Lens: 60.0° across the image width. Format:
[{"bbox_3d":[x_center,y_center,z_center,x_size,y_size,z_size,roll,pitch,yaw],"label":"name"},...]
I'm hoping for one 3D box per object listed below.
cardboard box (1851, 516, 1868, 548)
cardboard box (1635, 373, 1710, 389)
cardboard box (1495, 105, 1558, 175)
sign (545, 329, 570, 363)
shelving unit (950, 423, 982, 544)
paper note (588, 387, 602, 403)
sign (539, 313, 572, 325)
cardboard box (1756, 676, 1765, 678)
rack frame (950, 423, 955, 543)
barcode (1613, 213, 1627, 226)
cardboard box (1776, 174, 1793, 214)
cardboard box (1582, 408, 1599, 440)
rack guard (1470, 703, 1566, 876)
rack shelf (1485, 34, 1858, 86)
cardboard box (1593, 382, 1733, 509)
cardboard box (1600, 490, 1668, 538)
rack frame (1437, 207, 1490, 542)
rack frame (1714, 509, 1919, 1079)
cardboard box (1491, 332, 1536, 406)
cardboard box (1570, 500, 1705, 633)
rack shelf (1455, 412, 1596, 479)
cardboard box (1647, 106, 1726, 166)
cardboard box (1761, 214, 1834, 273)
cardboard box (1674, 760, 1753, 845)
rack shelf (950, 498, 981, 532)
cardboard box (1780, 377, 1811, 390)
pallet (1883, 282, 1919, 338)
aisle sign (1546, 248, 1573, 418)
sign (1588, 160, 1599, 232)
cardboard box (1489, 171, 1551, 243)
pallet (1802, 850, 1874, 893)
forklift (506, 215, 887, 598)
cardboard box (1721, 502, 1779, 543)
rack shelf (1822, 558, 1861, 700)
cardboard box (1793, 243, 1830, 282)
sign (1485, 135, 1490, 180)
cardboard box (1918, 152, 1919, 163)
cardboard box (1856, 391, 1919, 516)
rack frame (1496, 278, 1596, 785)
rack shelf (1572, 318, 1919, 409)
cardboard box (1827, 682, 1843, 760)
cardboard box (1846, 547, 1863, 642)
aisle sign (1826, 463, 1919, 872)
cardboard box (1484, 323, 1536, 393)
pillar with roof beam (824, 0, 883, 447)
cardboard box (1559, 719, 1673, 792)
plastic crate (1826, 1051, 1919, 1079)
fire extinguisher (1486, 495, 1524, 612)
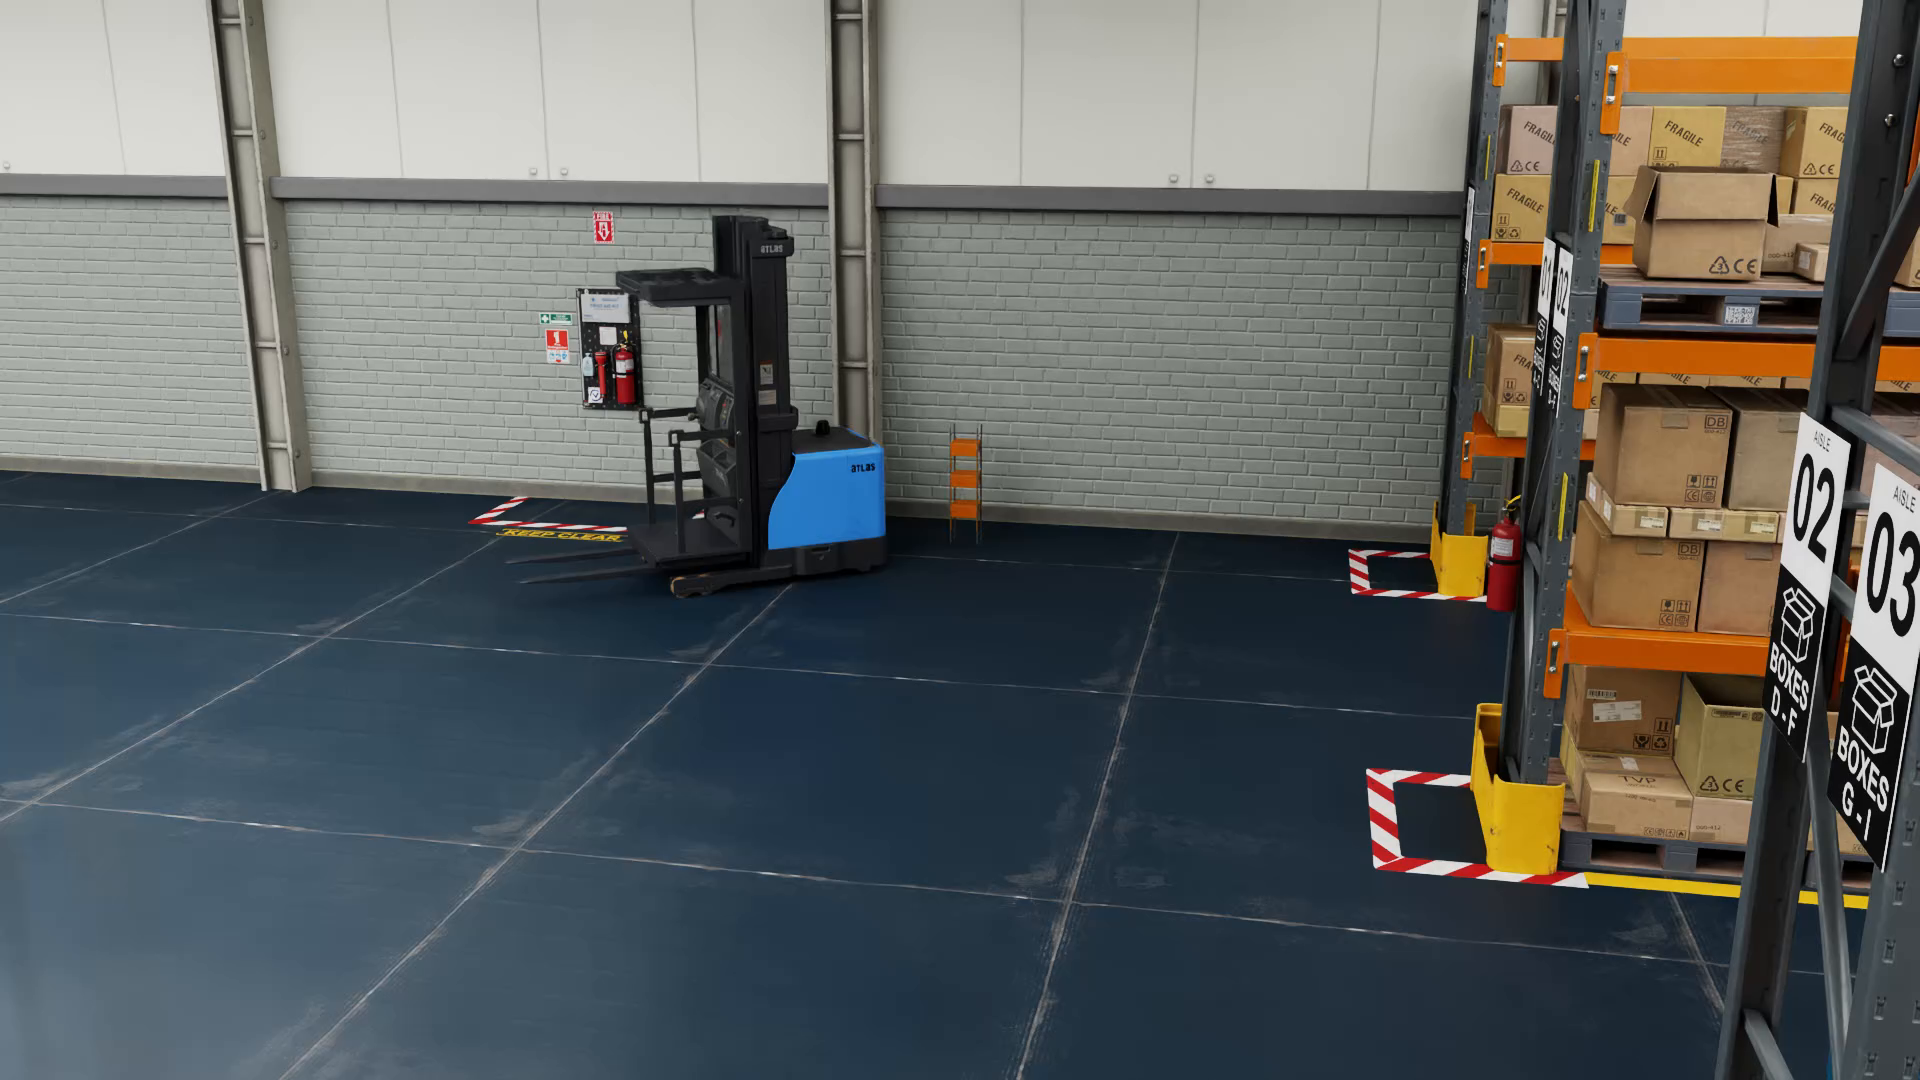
[{"bbox_3d":[4.439,-0.082,8.265,0.250,0.149,0.380,3,16,9],"label":"cardboard box"},{"bbox_3d":[5.464,-1.285,12.852,0.500,0.500,0.500,3,16,9],"label":"cardboard box"},{"bbox_3d":[4.398,-3.050,12.666,0.500,0.500,0.500,2,16,7],"label":"cardboard box"},{"bbox_3d":[-3.888,-1.872,16.063,0.234,0.329,0.001,3,16,11],"label":"sign"},{"bbox_3d":[0.052,-0.503,14.842,0.252,1.050,0.215,3,16,11],"label":"shelving unit"},{"bbox_3d":[-3.527,-1.401,16.081,0.142,0.148,0.016,3,16,11],"label":"paper note"},{"bbox_3d":[-3.885,-2.125,15.983,0.331,0.109,0.001,3,16,11],"label":"sign"},{"bbox_3d":[4.653,0.909,9.051,0.500,0.500,0.500,3,16,11],"label":"cardboard box"},{"bbox_3d":[-0.067,-0.510,14.865,0.008,1.050,0.200,3,16,11],"label":"rack frame"},{"bbox_3d":[3.477,-1.688,8.760,0.075,0.075,0.001,3,16,11],"label":"barcode"},{"bbox_3d":[5.904,-2.481,12.487,0.500,0.500,0.500,4,16,15],"label":"cardboard box"},{"bbox_3d":[4.995,-0.953,13.057,0.500,0.250,0.500,3,16,9],"label":"cardboard box"},{"bbox_3d":[3.062,1.351,9.179,0.348,0.500,1.175,3,16,11],"label":"rack guard"},{"bbox_3d":[6.028,-3.585,12.431,4.000,0.370,1.077,3,16,11],"label":"rack shelf"},{"bbox_3d":[3.592,-0.495,8.542,0.500,0.500,0.700,3,16,11],"label":"cardboard box"},{"bbox_3d":[3.427,-0.136,8.462,0.250,0.149,0.380,3,16,11],"label":"cardboard box"},{"bbox_3d":[4.069,-1.149,13.519,0.127,3.000,1.000,3,16,11],"label":"rack frame"},{"bbox_3d":[2.094,1.443,4.163,0.127,3.000,1.000,3,16,11],"label":"rack frame"},{"bbox_3d":[4.477,-1.343,13.061,0.500,0.500,0.500,3,16,11],"label":"cardboard box"},{"bbox_3d":[3.540,0.128,8.725,0.500,0.500,0.700,3,16,11],"label":"cardboard box"},{"bbox_3d":[6.028,-0.695,13.231,4.000,0.370,1.077,3,16,11],"label":"rack shelf"},{"bbox_3d":[5.384,-2.986,12.434,0.500,0.500,0.500,4,16,13],"label":"cardboard box"},{"bbox_3d":[4.266,-1.503,8.413,0.500,0.250,0.500,3,16,11],"label":"cardboard box"},{"bbox_3d":[4.057,1.383,8.746,0.500,0.250,0.500,3,16,11],"label":"cardboard box"},{"bbox_3d":[0.052,-0.225,14.919,0.240,0.259,0.215,3,16,11],"label":"rack shelf"},{"bbox_3d":[6.482,-1.233,12.664,0.500,0.500,0.500,3,16,9],"label":"cardboard box"},{"bbox_3d":[4.972,-1.147,8.059,1.213,0.211,1.003,3,16,11],"label":"pallet"},{"bbox_3d":[2.960,-1.029,8.217,0.004,0.787,0.394,3,16,11],"label":"aisle sign"},{"bbox_3d":[2.969,-1.613,7.790,0.005,0.325,0.100,3,16,11],"label":"sign"},{"bbox_3d":[4.346,-2.569,12.803,0.500,0.500,0.500,4,16,13],"label":"cardboard box"},{"bbox_3d":[5.035,1.587,8.869,1.213,0.211,1.003,3,16,11],"label":"pallet"},{"bbox_3d":[-2.177,-1.110,13.508,3.031,2.935,1.130,-7,17,-23],"label":"forklift"},{"bbox_3d":[3.930,-0.109,8.364,0.250,0.149,0.380,3,16,11],"label":"cardboard box"},{"bbox_3d":[4.054,0.451,3.475,4.000,0.370,1.077,3,16,11],"label":"rack shelf"},{"bbox_3d":[4.203,-1.338,8.006,0.250,0.149,0.380,3,16,11],"label":"cardboard box"},{"bbox_3d":[3.961,-2.873,12.490,0.005,0.325,0.100,3,16,11],"label":"sign"},{"bbox_3d":[6.901,-2.903,12.137,0.500,0.500,0.500,4,16,14],"label":"cardboard box"},{"bbox_3d":[4.602,-0.442,8.350,0.500,0.500,0.700,3,16,11],"label":"cardboard box"},{"bbox_3d":[3.085,0.148,8.840,0.127,3.000,1.000,3,16,11],"label":"rack frame"},{"bbox_3d":[5.045,-0.845,8.152,4.000,0.370,1.077,3,16,11],"label":"rack shelf"},{"bbox_3d":[4.549,1.045,8.560,0.500,0.500,0.500,3,16,11],"label":"cardboard box"},{"bbox_3d":[4.541,0.182,8.528,0.500,0.500,0.700,3,16,11],"label":"cardboard box"},{"bbox_3d":[1.965,0.263,3.553,0.004,0.787,0.394,3,16,11],"label":"aisle sign"},{"bbox_3d":[4.573,-1.478,13.547,0.500,0.500,0.500,3,16,10],"label":"cardboard box"},{"bbox_3d":[-1.811,-3.422,10.488,0.400,9.000,9.100,3,16,11],"label":"pillar with roof beam"},{"bbox_3d":[3.669,1.221,9.327,0.500,0.250,0.500,3,16,11],"label":"cardboard box"},{"bbox_3d":[2.644,1.463,4.370,0.616,0.251,0.499,3,16,11],"label":"plastic crate"},{"bbox_3d":[3.062,0.057,9.312,0.183,0.674,0.296,3,16,11],"label":"fire extinguisher"}]
